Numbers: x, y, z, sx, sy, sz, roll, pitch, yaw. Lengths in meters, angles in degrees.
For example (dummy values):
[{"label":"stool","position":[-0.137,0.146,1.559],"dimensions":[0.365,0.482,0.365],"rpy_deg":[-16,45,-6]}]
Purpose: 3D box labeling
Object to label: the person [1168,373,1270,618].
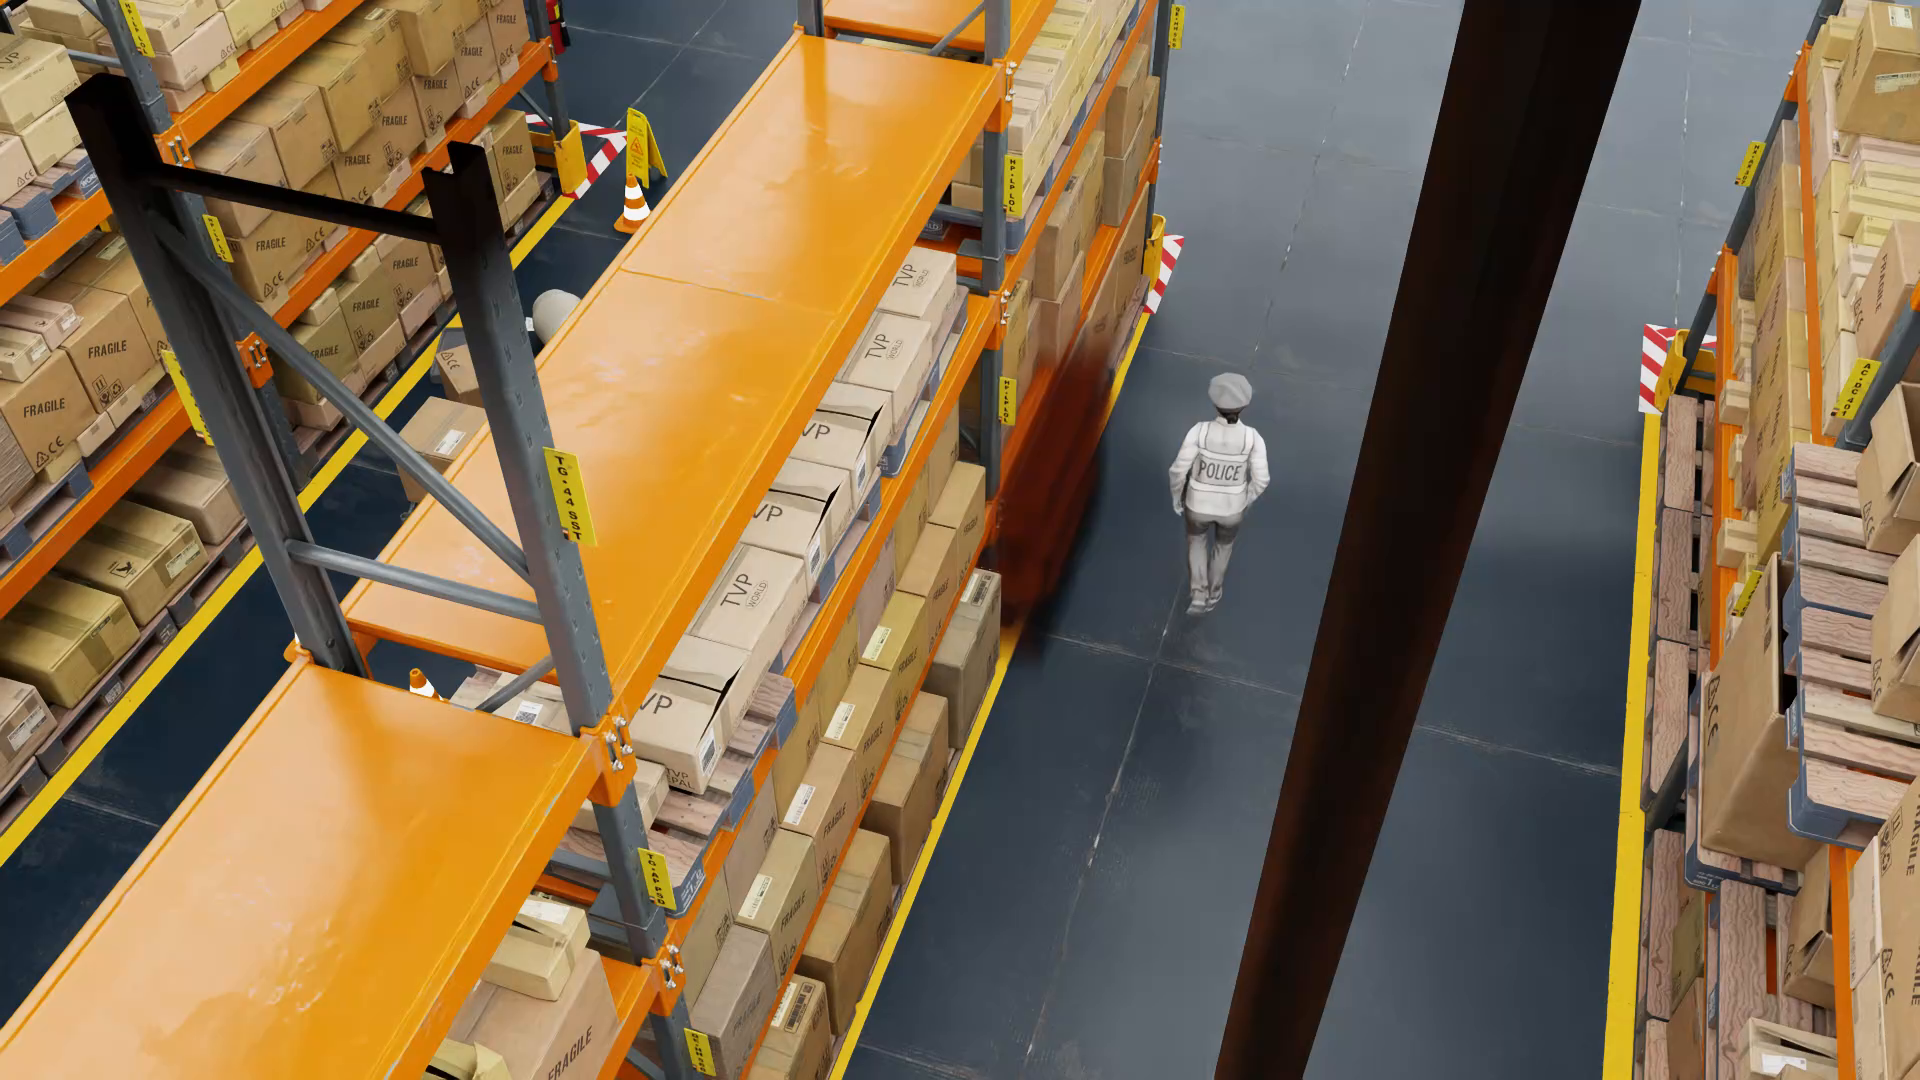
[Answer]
[{"label":"person","position":[1.501,-0.198,9.808],"dimensions":[0.585,1.629,0.559],"rpy_deg":[8,46,8]}]
